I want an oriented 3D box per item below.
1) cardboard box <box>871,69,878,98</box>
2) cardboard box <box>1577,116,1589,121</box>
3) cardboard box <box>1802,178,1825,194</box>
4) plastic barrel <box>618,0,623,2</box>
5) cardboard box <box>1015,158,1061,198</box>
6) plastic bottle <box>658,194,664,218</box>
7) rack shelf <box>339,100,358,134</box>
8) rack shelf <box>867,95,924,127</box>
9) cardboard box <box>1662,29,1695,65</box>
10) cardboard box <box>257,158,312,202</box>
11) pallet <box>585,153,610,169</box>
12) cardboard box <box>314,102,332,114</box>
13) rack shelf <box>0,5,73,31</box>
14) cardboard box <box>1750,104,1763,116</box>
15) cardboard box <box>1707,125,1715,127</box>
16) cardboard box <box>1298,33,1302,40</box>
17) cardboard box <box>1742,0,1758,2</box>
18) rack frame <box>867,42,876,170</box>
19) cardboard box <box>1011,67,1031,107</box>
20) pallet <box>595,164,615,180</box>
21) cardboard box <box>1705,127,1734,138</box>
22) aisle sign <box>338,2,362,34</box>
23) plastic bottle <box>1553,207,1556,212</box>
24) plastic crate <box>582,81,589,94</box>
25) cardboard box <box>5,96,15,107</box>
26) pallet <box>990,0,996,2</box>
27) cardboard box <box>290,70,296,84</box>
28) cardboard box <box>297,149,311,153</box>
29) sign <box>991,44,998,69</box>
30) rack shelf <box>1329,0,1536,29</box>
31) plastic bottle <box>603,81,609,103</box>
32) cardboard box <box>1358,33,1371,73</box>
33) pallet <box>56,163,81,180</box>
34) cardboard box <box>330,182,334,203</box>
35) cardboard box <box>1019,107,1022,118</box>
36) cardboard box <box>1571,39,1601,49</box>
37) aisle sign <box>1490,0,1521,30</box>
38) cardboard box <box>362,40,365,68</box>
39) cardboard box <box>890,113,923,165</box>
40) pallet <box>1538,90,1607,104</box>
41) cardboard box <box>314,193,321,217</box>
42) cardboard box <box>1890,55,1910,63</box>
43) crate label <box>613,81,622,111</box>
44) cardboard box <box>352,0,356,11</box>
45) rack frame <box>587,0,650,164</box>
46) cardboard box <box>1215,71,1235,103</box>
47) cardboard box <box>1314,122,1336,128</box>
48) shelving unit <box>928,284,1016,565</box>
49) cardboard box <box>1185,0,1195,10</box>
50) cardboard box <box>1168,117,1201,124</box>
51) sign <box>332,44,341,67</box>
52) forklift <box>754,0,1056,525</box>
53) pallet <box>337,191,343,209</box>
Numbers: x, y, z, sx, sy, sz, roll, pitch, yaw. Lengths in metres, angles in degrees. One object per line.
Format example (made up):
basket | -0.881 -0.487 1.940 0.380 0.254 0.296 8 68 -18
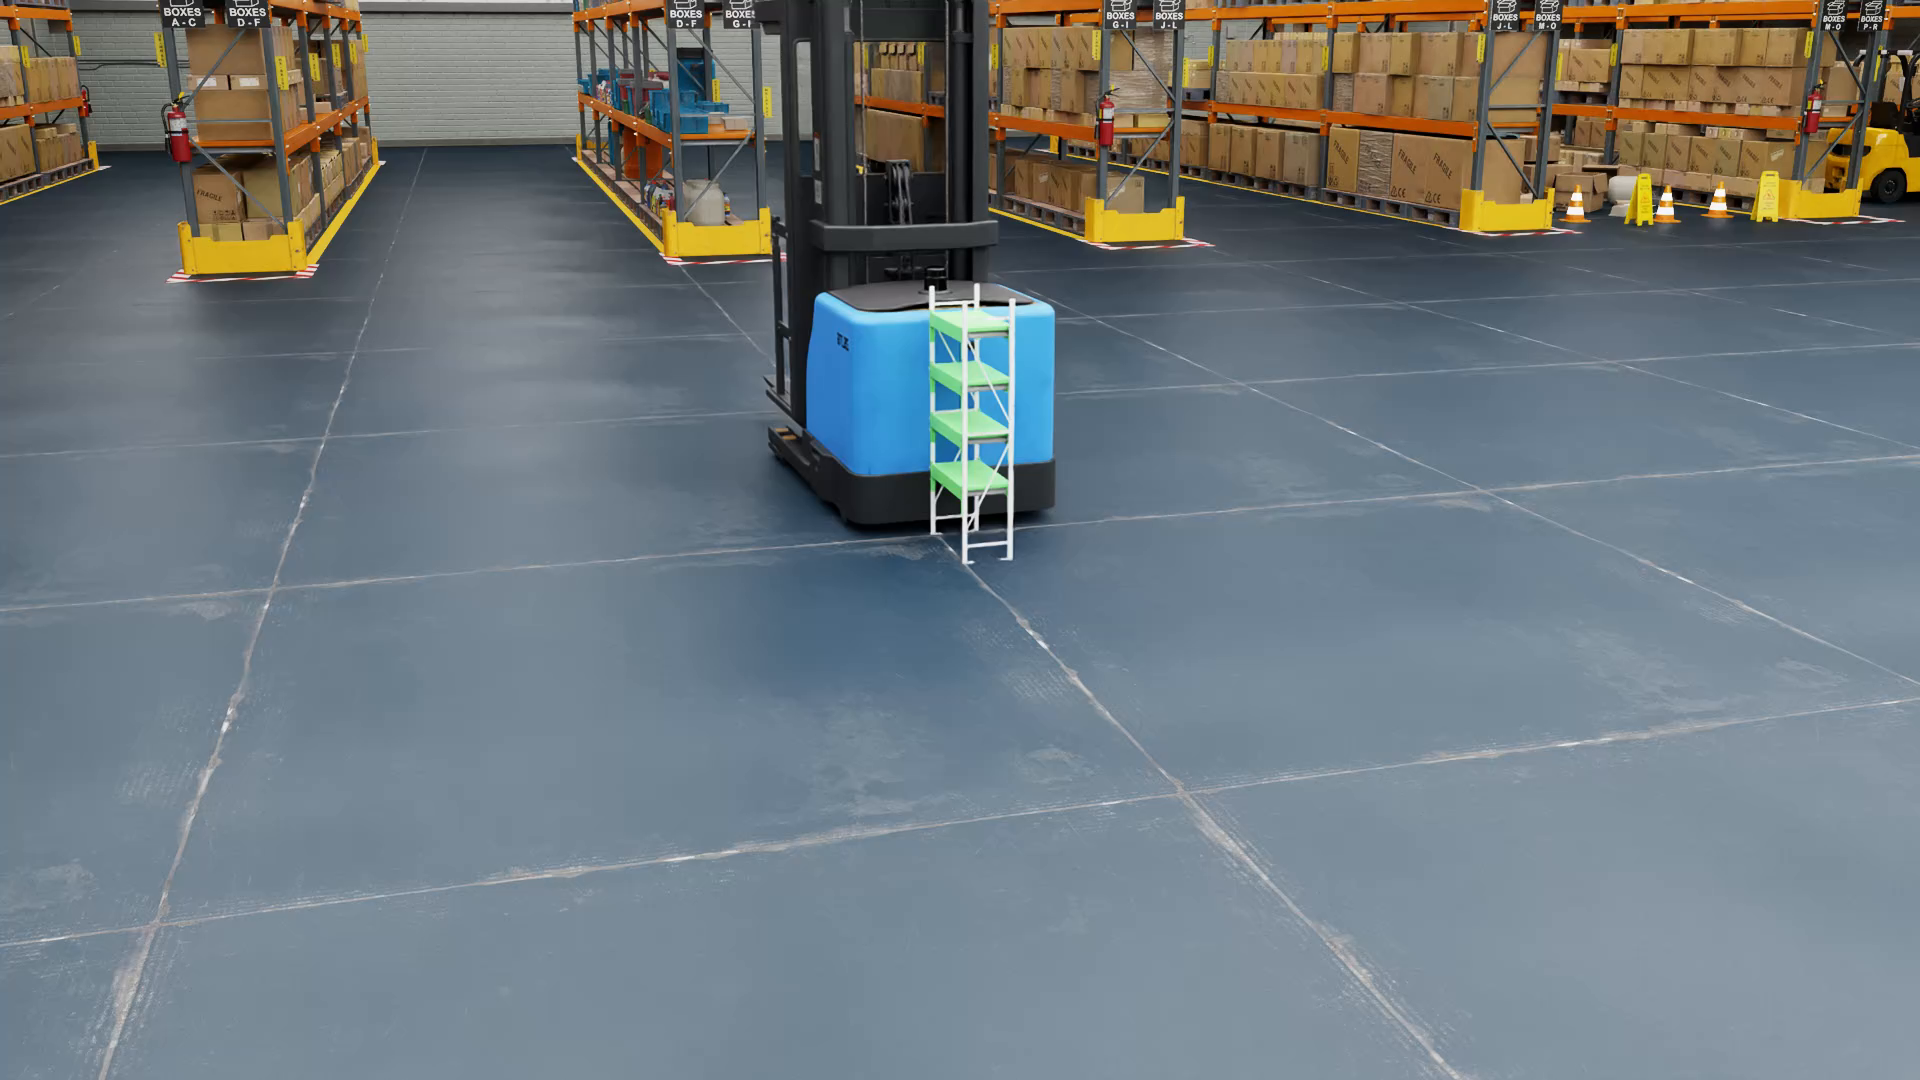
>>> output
cardboard box | -1.302 -8.247 30.018 0.500 0.500 0.500 -5 17 -15
cardboard box | 12.954 -8.717 34.246 0.380 0.149 0.250 -4 17 -13
cardboard box | 11.682 -4.939 23.231 0.500 0.250 0.500 -5 17 -16
plastic barrel | -4.460 -7.903 22.964 0.600 0.901 0.708 -5 17 -15
cardboard box | 1.081 -5.023 23.075 0.500 0.500 0.500 -5 18 -17
plastic bottle | -3.629 -4.049 20.174 0.061 0.283 0.133 -4 17 -14
rack shelf | -10.165 -6.666 26.180 1.077 0.370 4.000 -5 17 -15
rack shelf | -0.639 -7.448 28.784 1.077 0.370 4.000 -5 17 -15
cardboard box | 10.682 -7.163 24.155 0.700 0.500 0.500 -5 17 -16
cardboard box | -7.911 -4.206 19.486 0.500 0.500 0.500 -5 17 -15
pallet | -6.529 -7.157 31.412 1.003 0.211 1.213 -5 17 -15
cardboard box | -9.102 -6.110 23.515 0.380 0.149 0.250 -5 17 -15
rack shelf | -16.026 -8.816 28.124 1.077 0.370 4.000 -5 17 -15
cardboard box | 11.103 -5.910 22.850 0.380 0.149 0.250 -5 17 -16
cardboard box | 14.367 -7.900 31.525 0.380 0.149 0.250 -4 17 -12
cardboard box | 7.386 -10.665 35.205 0.380 0.149 0.250 -5 17 -15
cardboard box | 11.011 -7.486 22.882 0.380 0.149 0.250 -5 17 -16
rack frame | -1.189 -8.346 30.522 1.000 3.000 0.127 -5 17 -15
cardboard box | 1.178 -6.053 22.198 0.875 0.500 0.500 -5 17 -15
pallet | -5.779 -6.402 28.898 1.003 0.211 1.213 -5 17 -15
cardboard box | 10.865 -5.804 23.679 0.380 0.149 0.250 -4 17 -13
aisle sign | -11.538 -9.958 31.371 0.394 0.787 0.004 -5 17 -15
plastic bottle | 8.192 -4.638 23.286 0.133 0.061 0.283 -12 20 -34
plastic crate | -6.854 -8.468 31.114 0.416 0.233 0.300 -5 17 -15
cardboard box | -14.862 -6.778 25.703 0.380 0.149 0.250 -5 17 -15
pallet | 0.943 -7.659 23.347 1.213 0.211 1.003 -5 17 -15
cardboard box | -8.022 -5.438 19.539 0.380 0.149 0.250 -5 17 -15
cardboard box | -10.098 -5.711 25.330 0.500 0.500 0.500 -4 17 -13
sign | 0.477 -6.643 22.839 0.100 0.325 0.005 -5 17 -15
rack shelf | 6.356 -7.036 22.198 1.077 0.370 4.000 -5 17 -15
plastic bottle | -5.778 -7.354 27.305 0.144 0.351 0.185 -5 17 -15
cardboard box | 6.138 -6.838 23.366 0.875 0.550 0.550 -5 17 -15
pallet | -15.949 -6.390 28.858 1.003 0.211 1.213 -5 17 -15
cardboard box | -8.673 -4.651 22.270 0.500 0.250 0.500 -5 18 -17
cardboard box | 1.009 -5.724 22.230 0.380 0.149 0.250 -5 17 -15
cardboard box | 9.992 -7.918 26.549 0.380 0.149 0.250 -5 17 -17
aisle sign | 6.637 -6.592 20.166 0.394 0.787 0.004 -5 17 -15
cardboard box | -11.427 -9.095 31.106 0.500 0.500 0.500 -5 17 -16
cardboard box | -0.496 -6.863 28.548 1.225 0.875 0.875 -5 17 -15
pallet | 10.023 -7.387 27.662 1.003 0.211 1.213 -5 17 -15
cardboard box | -8.178 -4.124 20.517 0.500 0.250 0.500 -5 17 -15
cardboard box | 15.112 -7.699 26.551 0.380 0.149 0.250 -4 17 -14
crate label | -4.839 -6.569 24.544 0.502 0.435 0.616 -5 17 -15
cardboard box | -11.142 -9.637 29.868 0.500 0.250 0.500 -5 17 -15
rack frame | -5.951 -7.954 29.218 1.000 3.000 0.127 -5 17 -15
cardboard box | 4.571 -7.506 27.552 0.500 0.500 0.500 -5 17 -15
cardboard box | 8.024 -8.533 34.869 0.875 0.438 0.875 -5 17 -17
shelving unit | 0.050 -0.542 7.669 0.258 1.200 0.503 -5 18 -17
cardboard box | 4.156 -9.363 28.521 0.500 0.500 0.500 -5 17 -15
cardboard box | 3.994 -7.416 29.737 0.500 0.250 0.500 -4 17 -14
sign | -9.082 -7.057 24.217 0.100 0.325 0.005 -5 17 -15
forklift | -0.466 -1.861 9.052 1.130 2.935 3.031 -5 18 -17
pallet | -9.426 -4.891 23.867 1.003 0.211 1.213 -5 17 -15
